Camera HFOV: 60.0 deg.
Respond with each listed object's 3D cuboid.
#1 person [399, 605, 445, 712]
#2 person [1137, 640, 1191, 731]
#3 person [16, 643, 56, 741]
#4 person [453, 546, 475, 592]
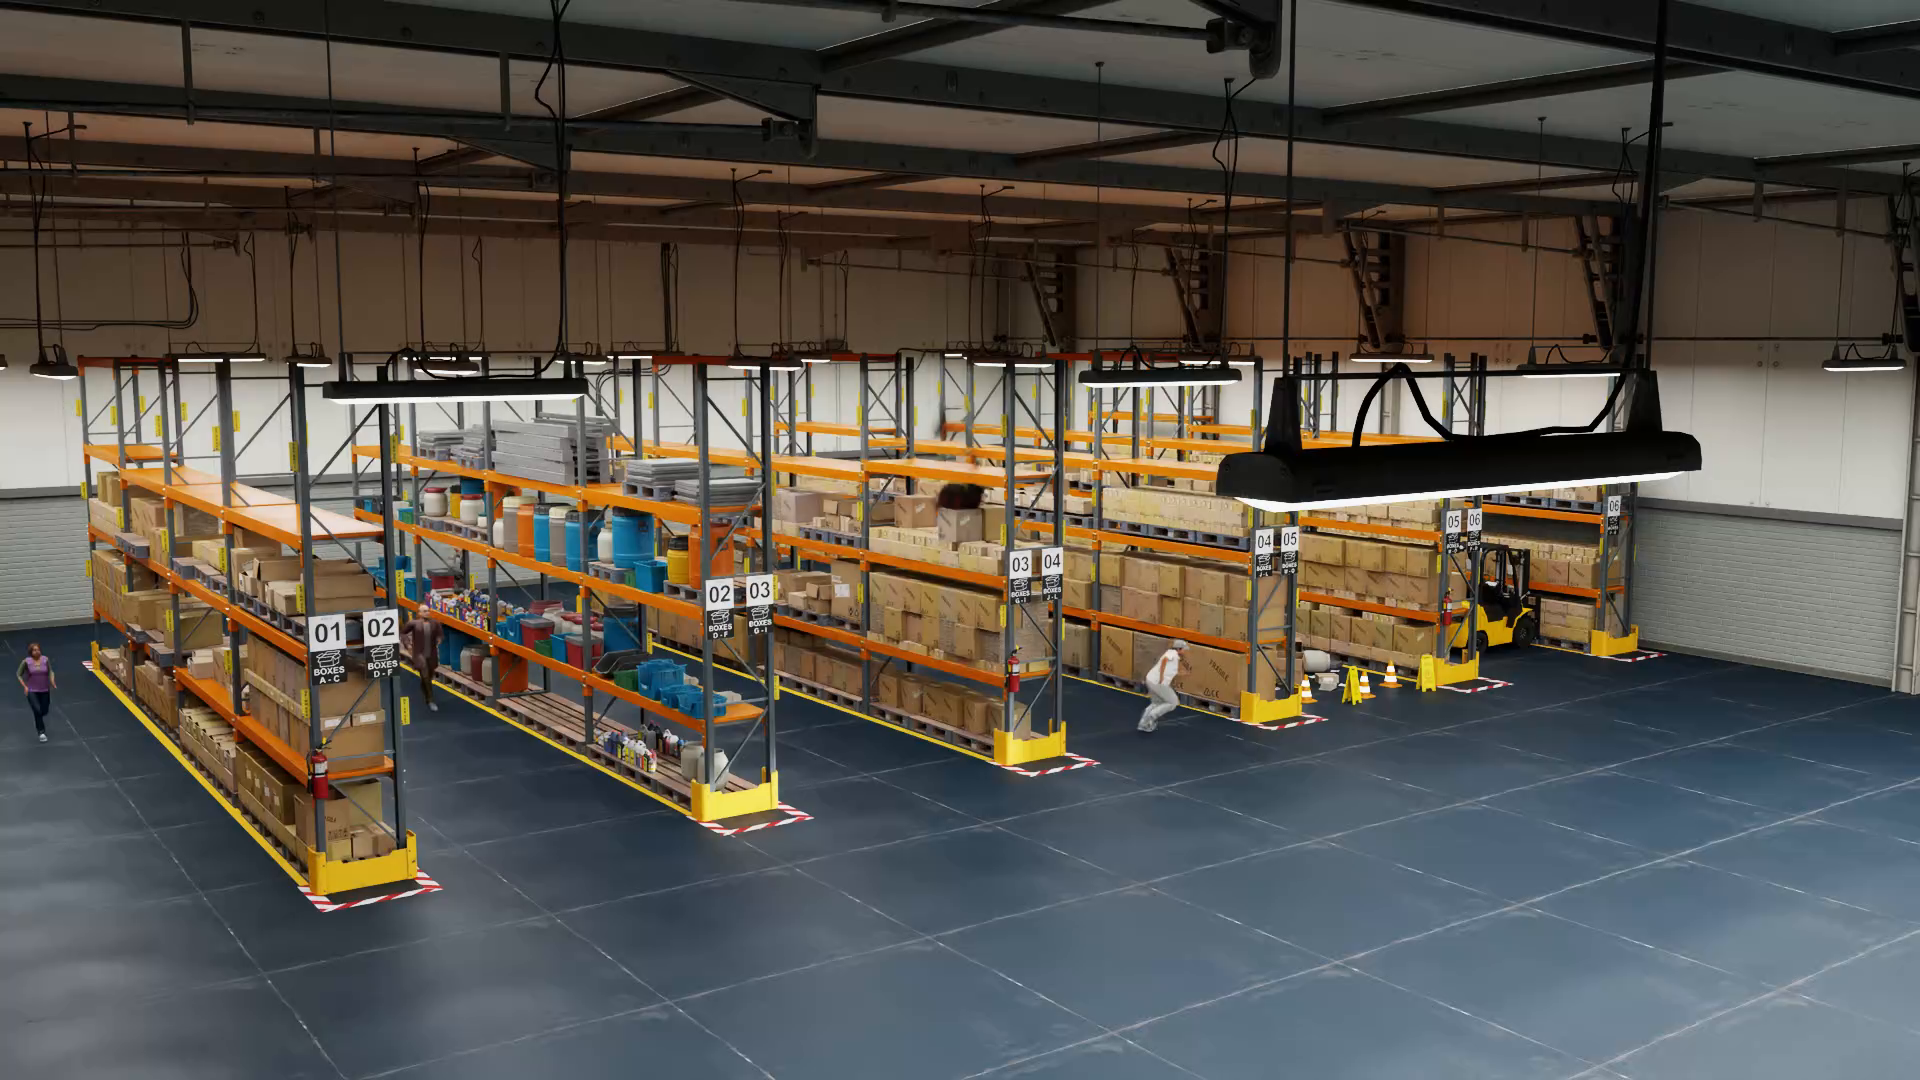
[{"bbox_3d":[-9.208,1.989,28.552,0.717,1.786,1.058,-5,9,-37],"label":"person"},{"bbox_3d":[3.291,2.355,26.751,0.854,1.497,0.637,-1,7,-5],"label":"person"},{"bbox_3d":[-14.646,2.431,26.351,0.525,1.464,0.675,-6,9,-42],"label":"person"},{"bbox_3d":[-11.352,0.913,37.868,0.608,1.670,0.657,-2,7,-17],"label":"person"}]
